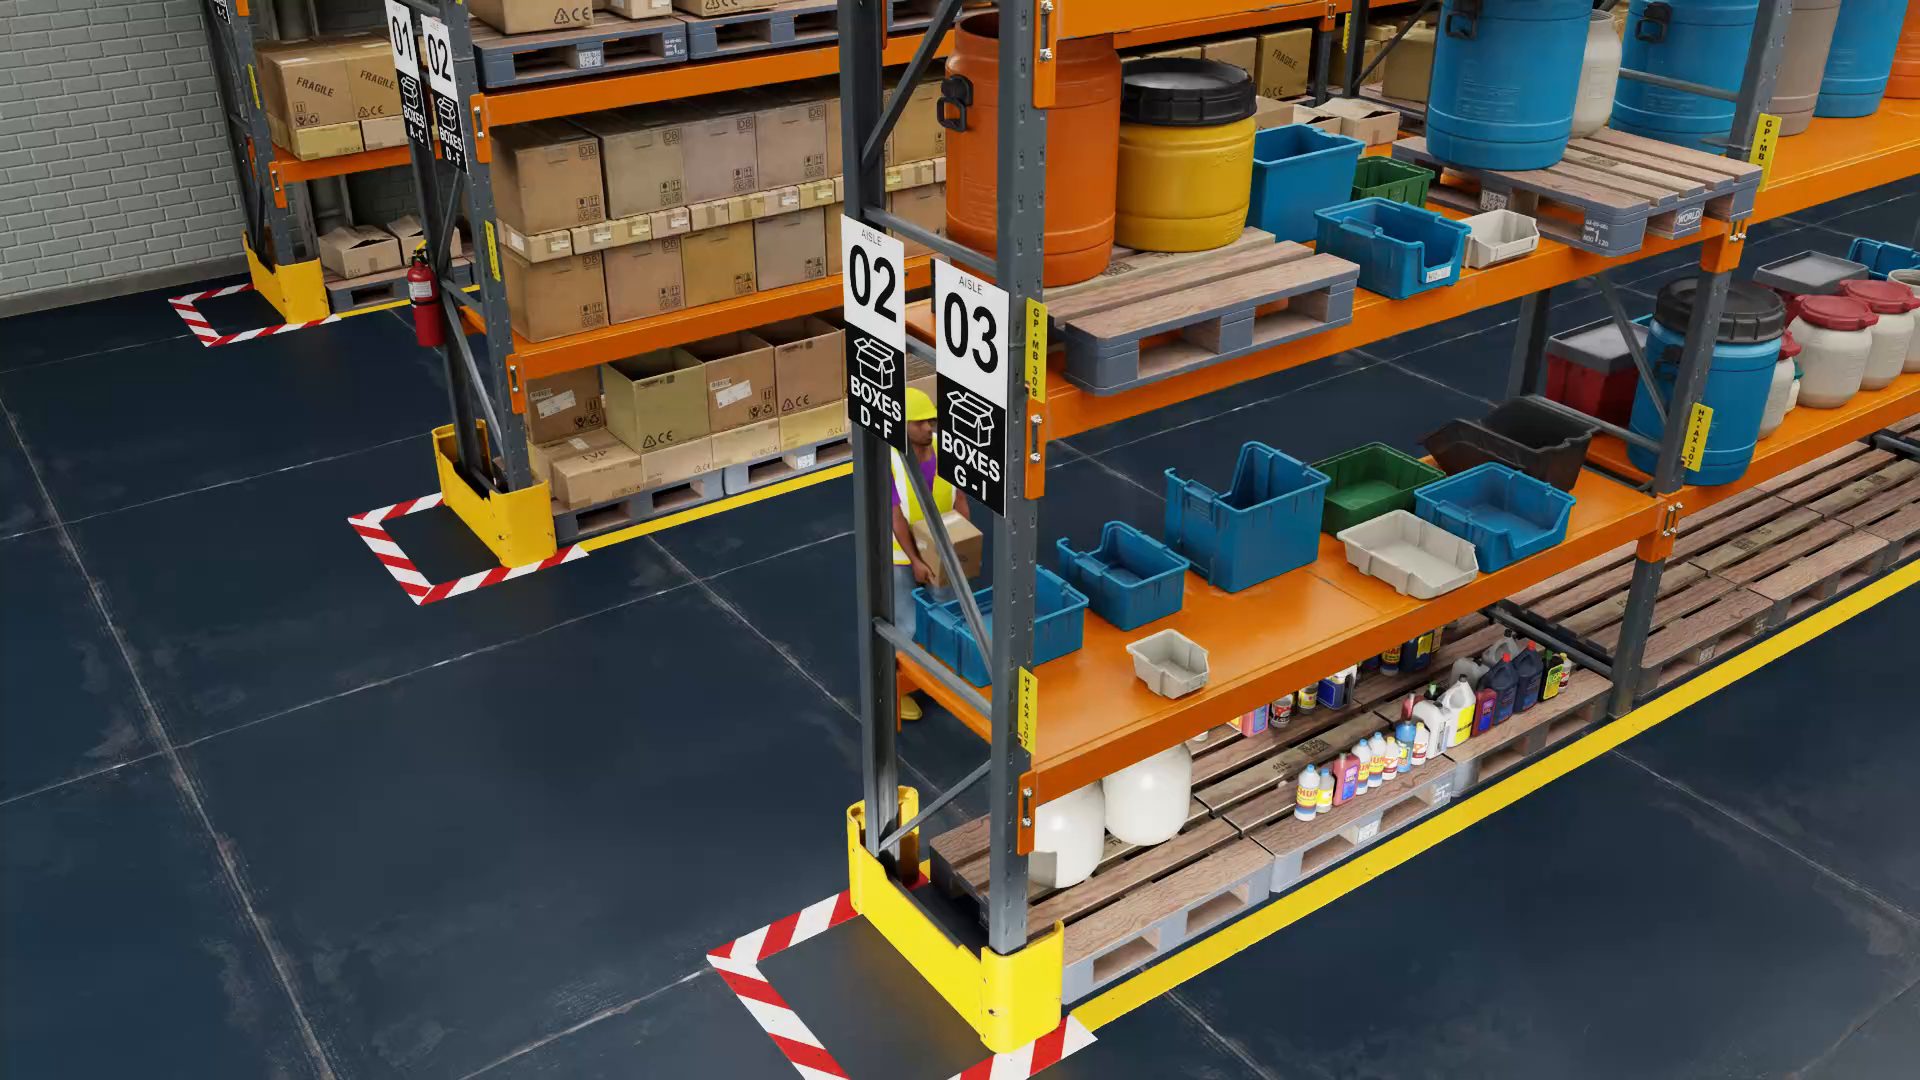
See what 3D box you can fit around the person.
[{"bbox_3d":[-0.197,0.073,8.475,0.622,1.755,0.462,-21,35,-33],"label":"person"}]
